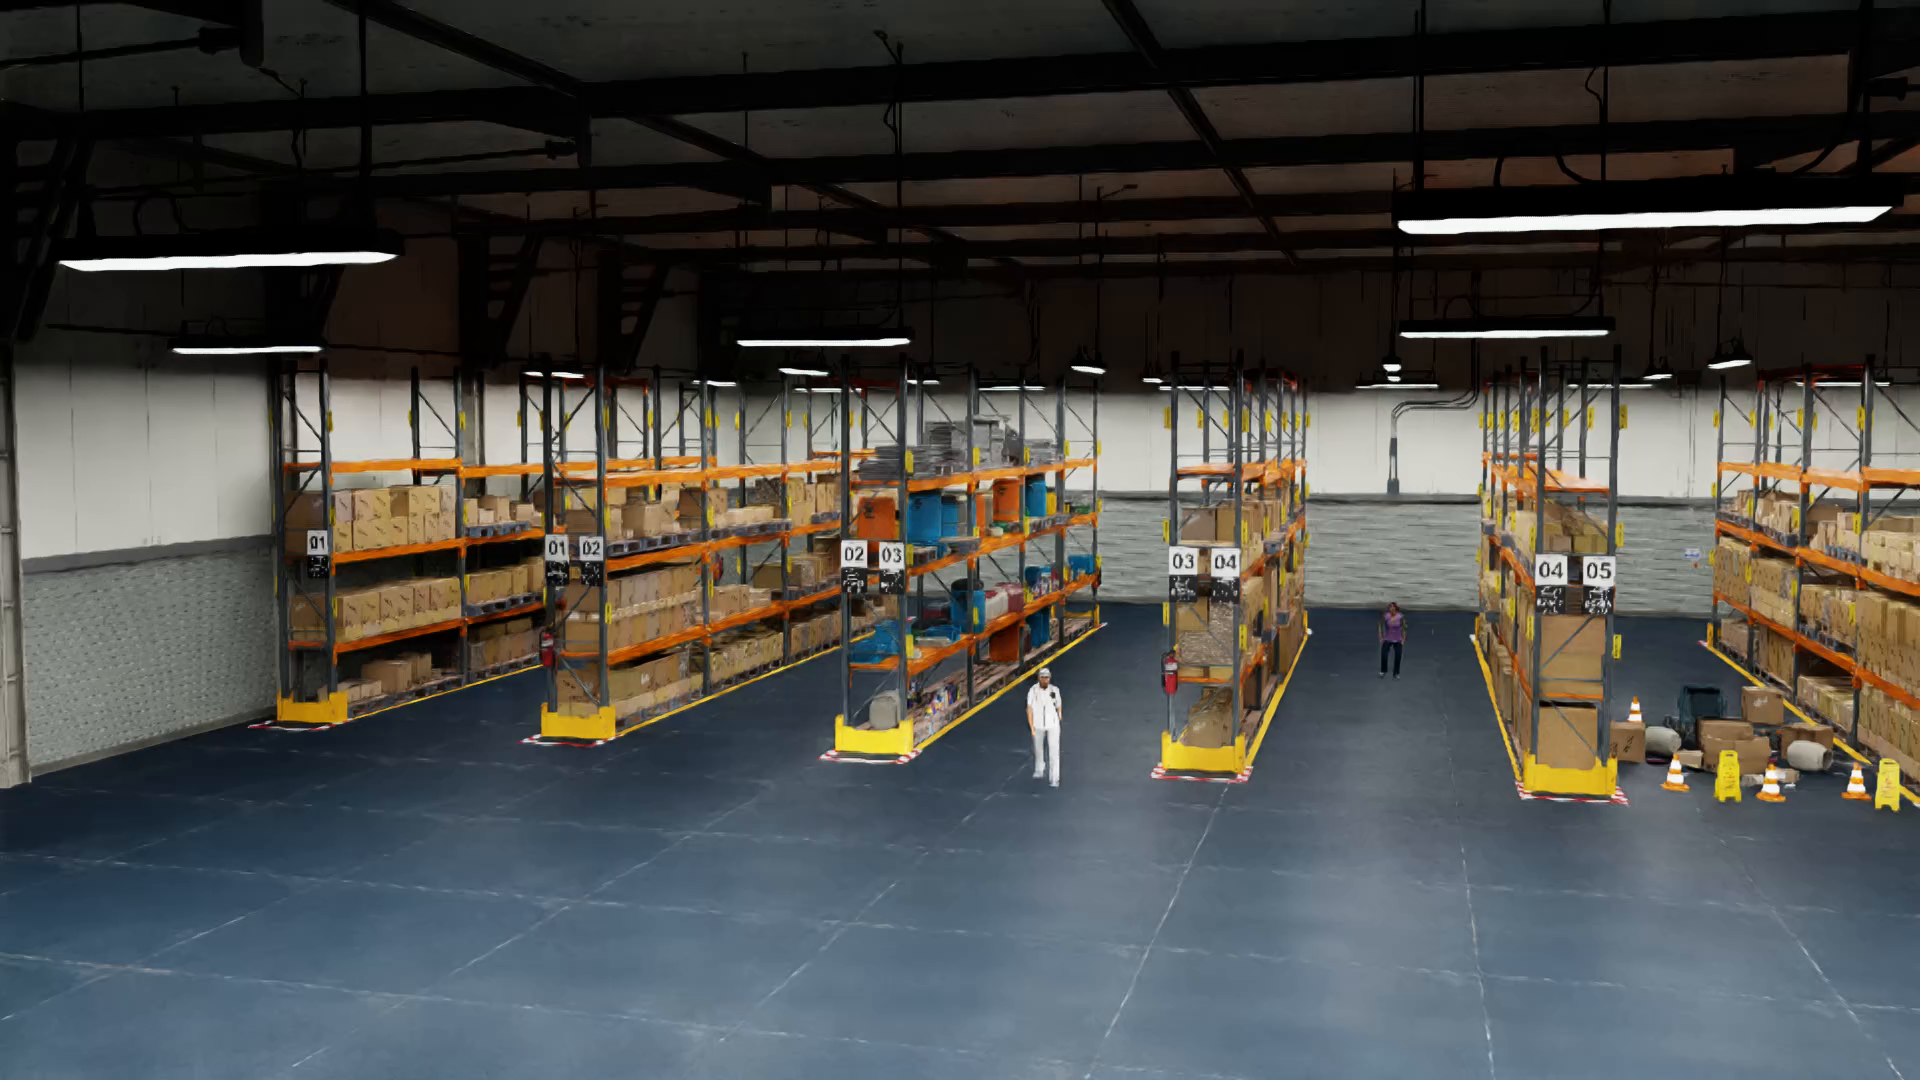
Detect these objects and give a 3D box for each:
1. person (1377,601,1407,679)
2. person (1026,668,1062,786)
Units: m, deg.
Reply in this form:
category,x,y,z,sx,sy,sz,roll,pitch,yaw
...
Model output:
category,x,y,z,sx,sy,sz,roll,pitch,yaw
person,8.336,1.932,32.094,0.566,1.541,0.519,1,4,13
person,1.162,2.545,22.899,0.491,1.598,1.000,0,4,6
